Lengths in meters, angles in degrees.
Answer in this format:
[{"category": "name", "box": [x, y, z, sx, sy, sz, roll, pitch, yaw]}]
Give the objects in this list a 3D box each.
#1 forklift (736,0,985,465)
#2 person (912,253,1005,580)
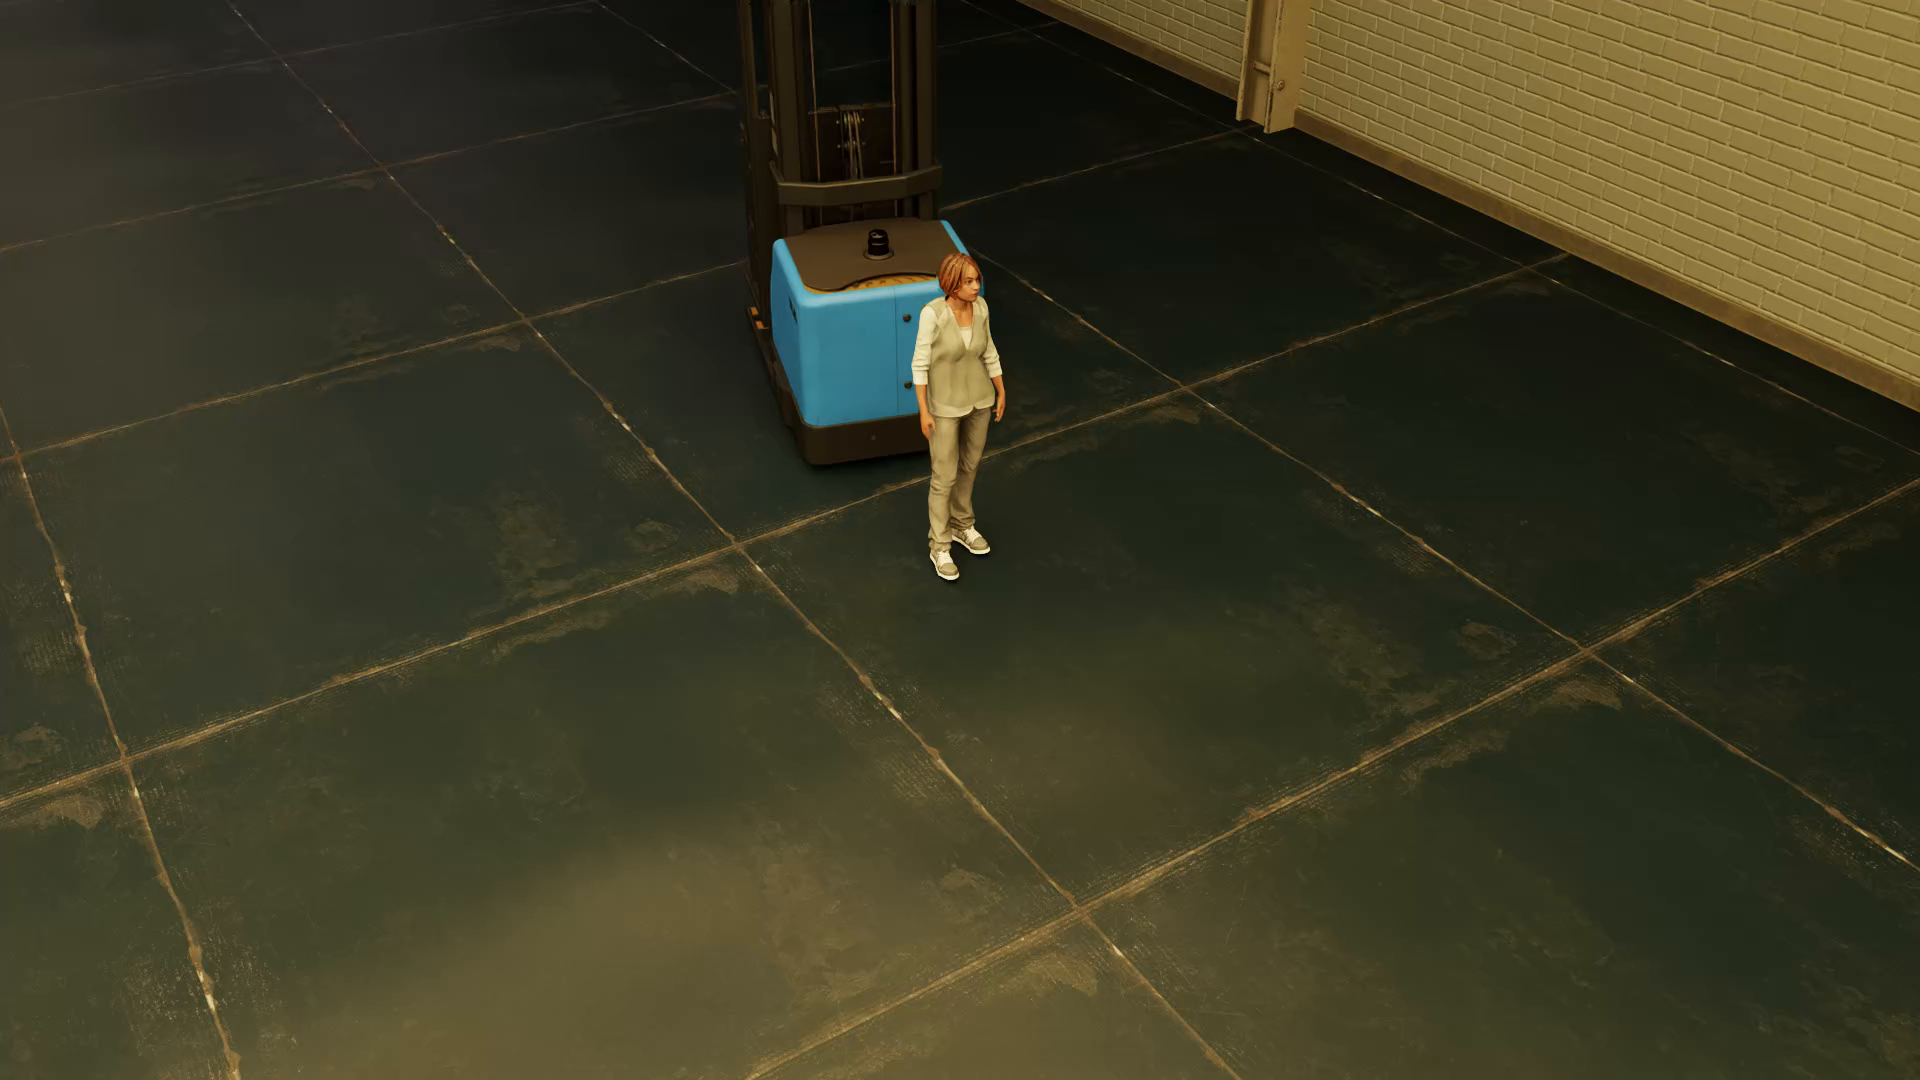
[{"category": "forklift", "box": [-0.734, -2.458, 9.646, 1.130, 2.935, 3.031, -9, 36, -12]}, {"category": "person", "box": [0.028, -0.620, 8.176, 0.519, 1.598, 0.474, -21, 40, -27]}]
